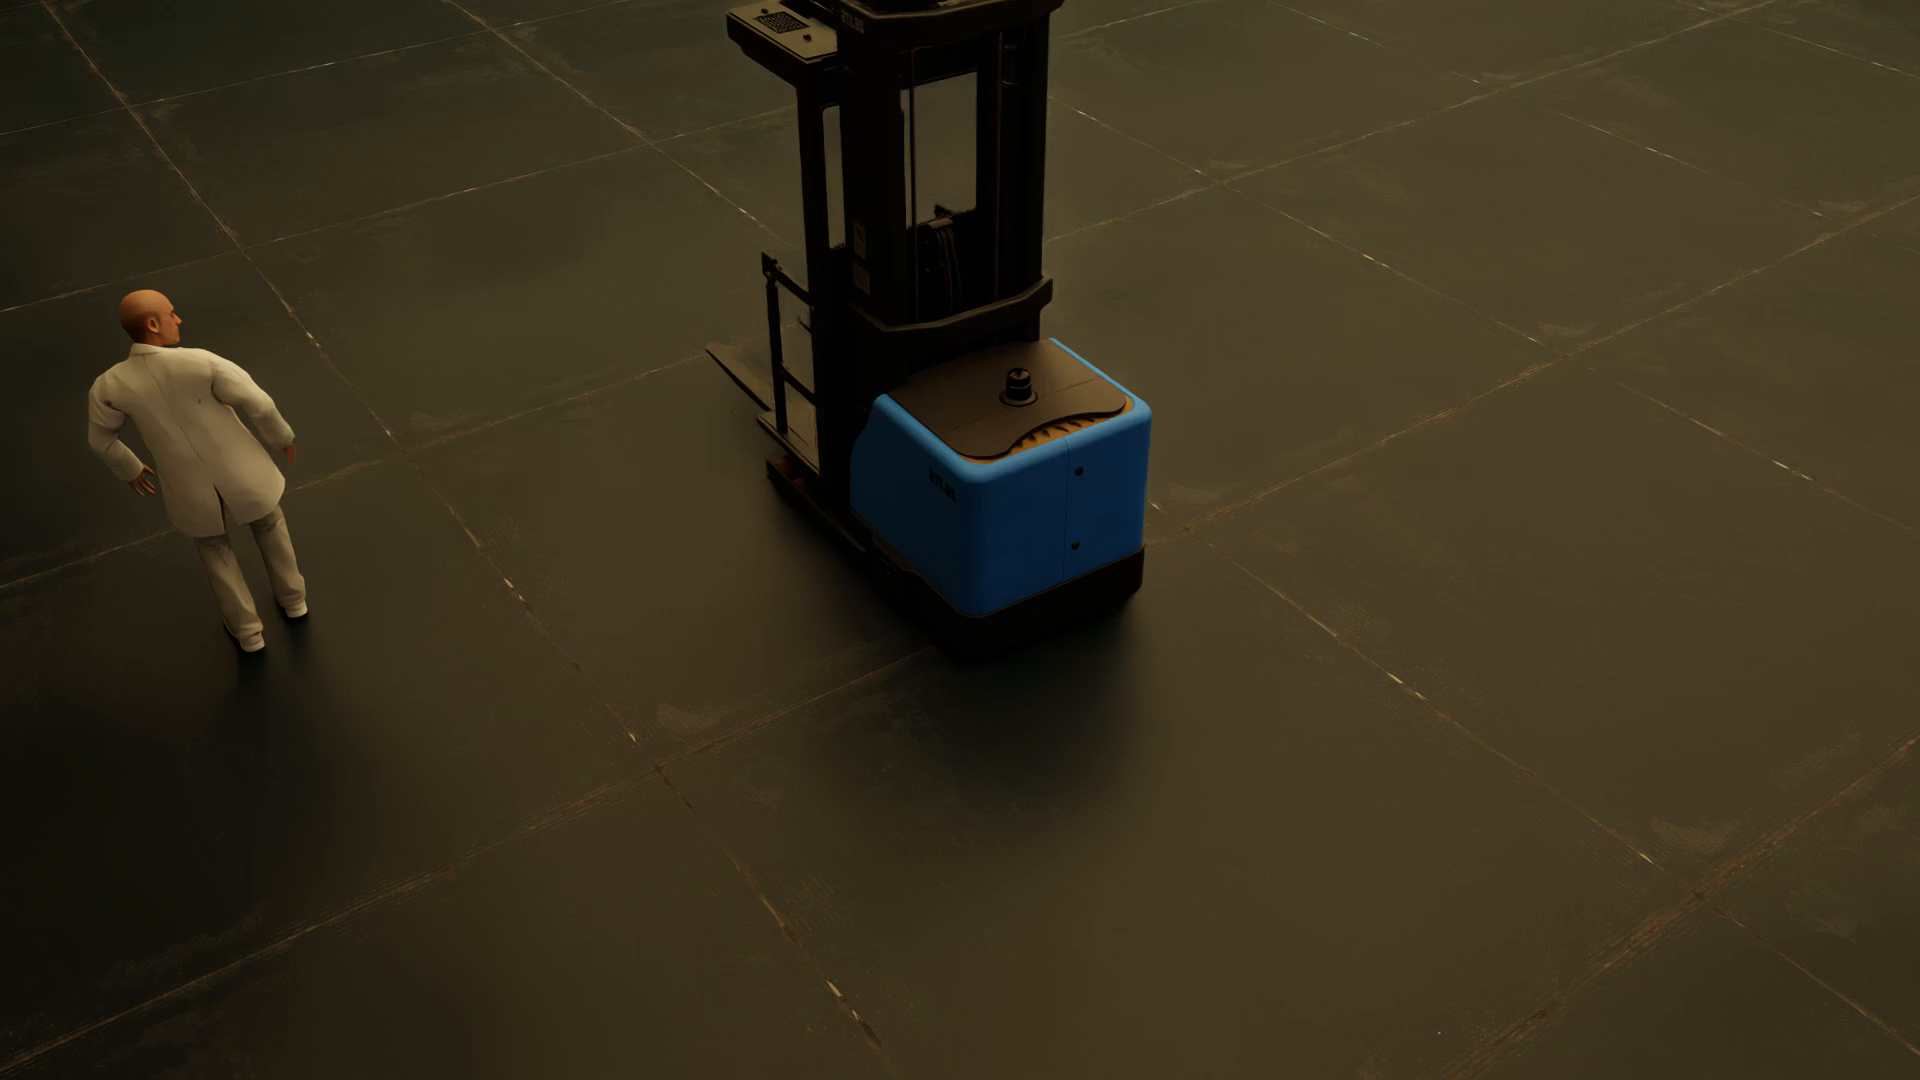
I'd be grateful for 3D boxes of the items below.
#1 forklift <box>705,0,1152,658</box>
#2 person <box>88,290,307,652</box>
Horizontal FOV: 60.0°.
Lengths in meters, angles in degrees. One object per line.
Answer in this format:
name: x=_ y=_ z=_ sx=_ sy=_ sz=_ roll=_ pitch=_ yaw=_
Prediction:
forklift: x=-0.356 y=-1.481 z=7.948 sx=1.130 sy=2.935 sz=3.031 roll=-21 pitch=42 yaw=-26
person: x=-3.350 y=-0.333 z=7.386 sx=0.799 sy=1.759 sz=0.557 roll=-13 pitch=38 yaw=-17
